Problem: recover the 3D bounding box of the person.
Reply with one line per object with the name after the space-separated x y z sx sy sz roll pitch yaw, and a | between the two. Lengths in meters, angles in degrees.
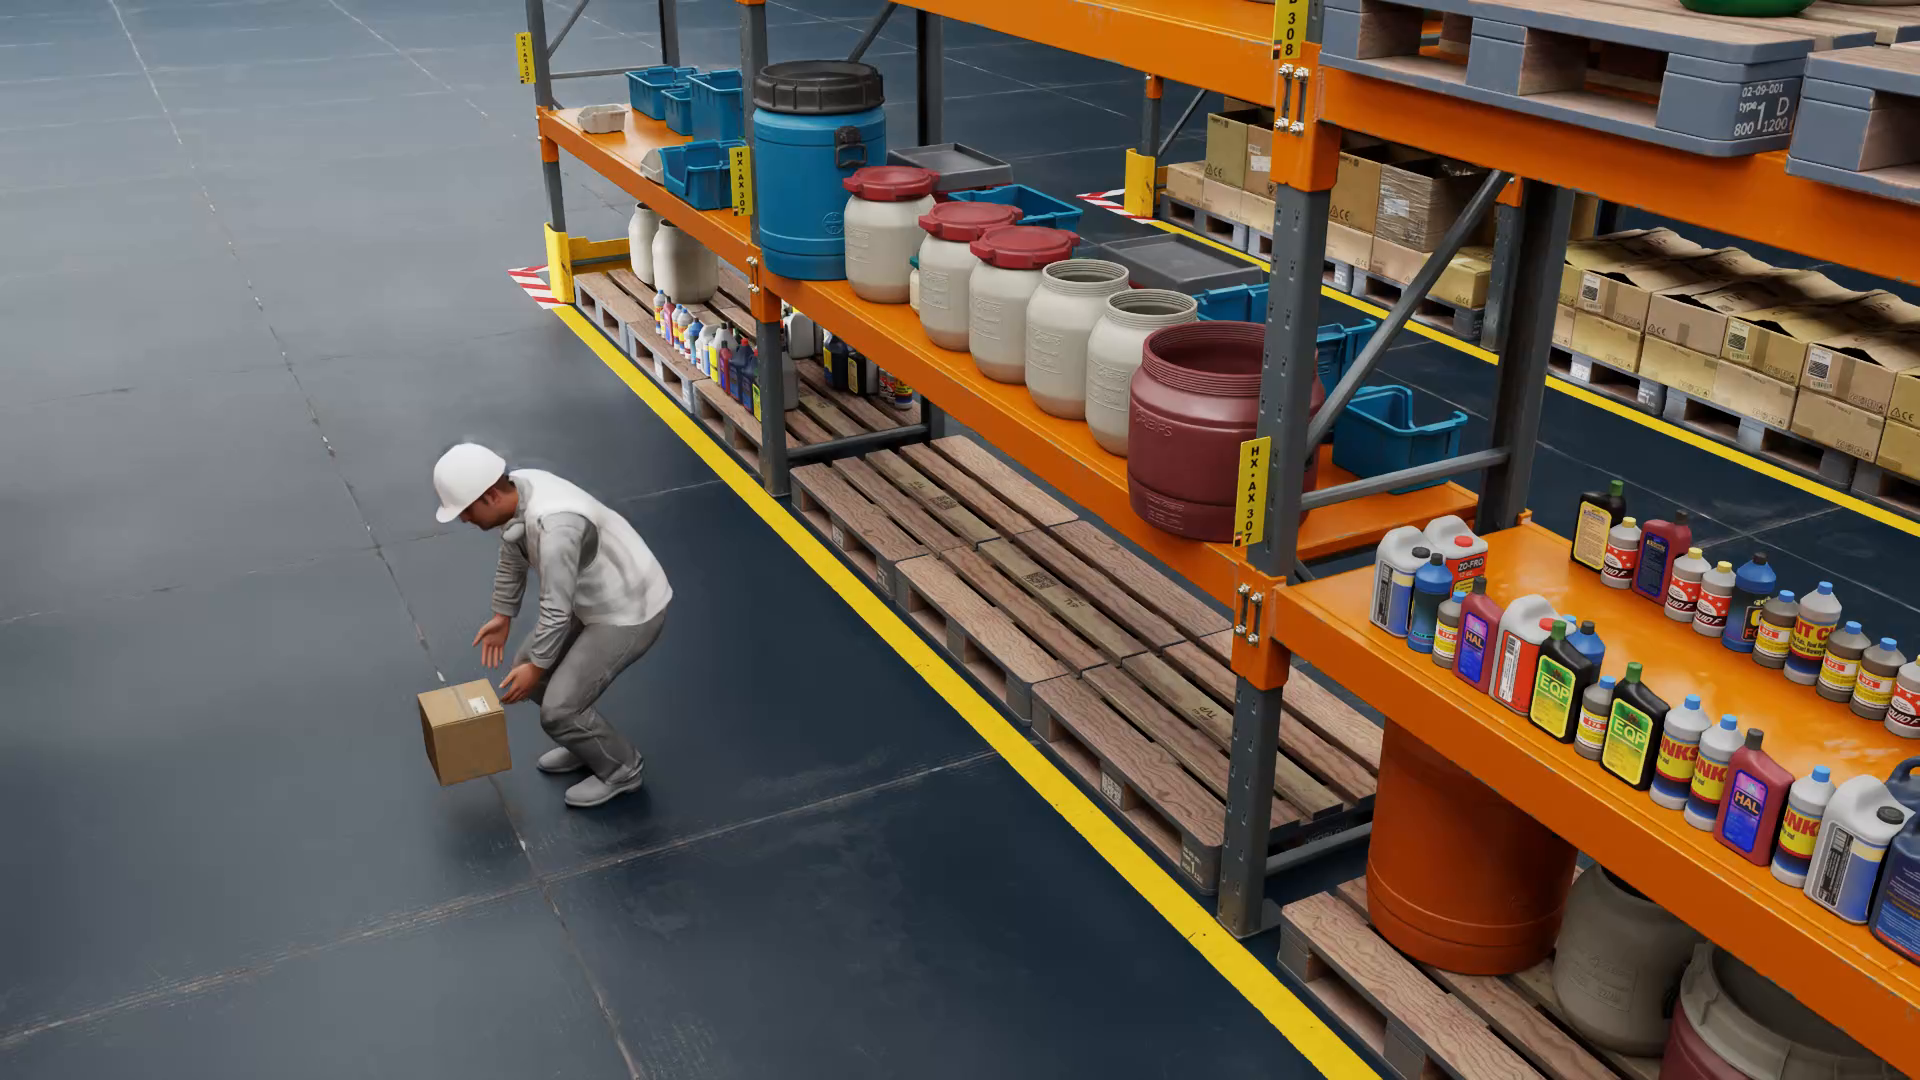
-1.408 0.277 5.911 0.768 1.422 0.586 -13 28 -25 | person
